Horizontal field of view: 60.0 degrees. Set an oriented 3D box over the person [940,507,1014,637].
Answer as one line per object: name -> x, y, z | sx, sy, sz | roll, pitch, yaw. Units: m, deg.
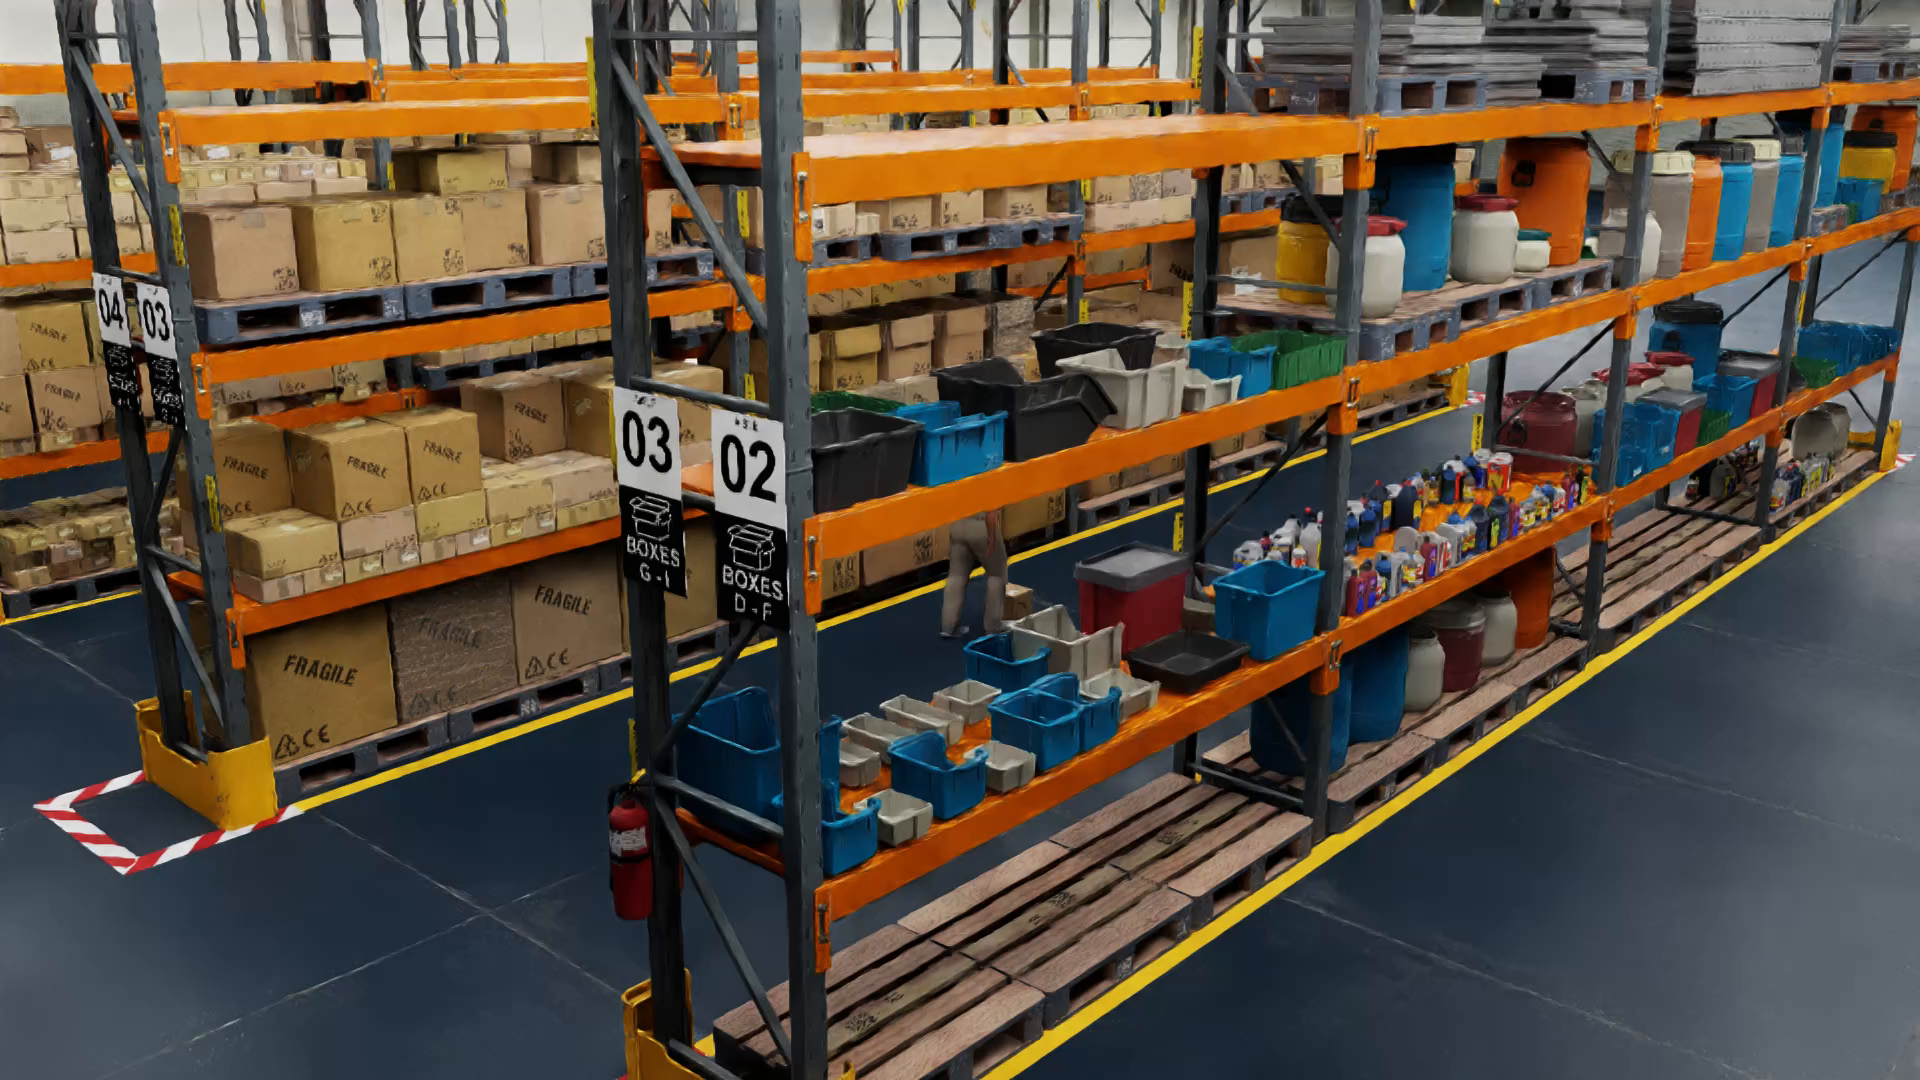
person -> 0.125, -0.072, 12.876 | 0.535, 1.734, 0.577 | 14, 22, 39
